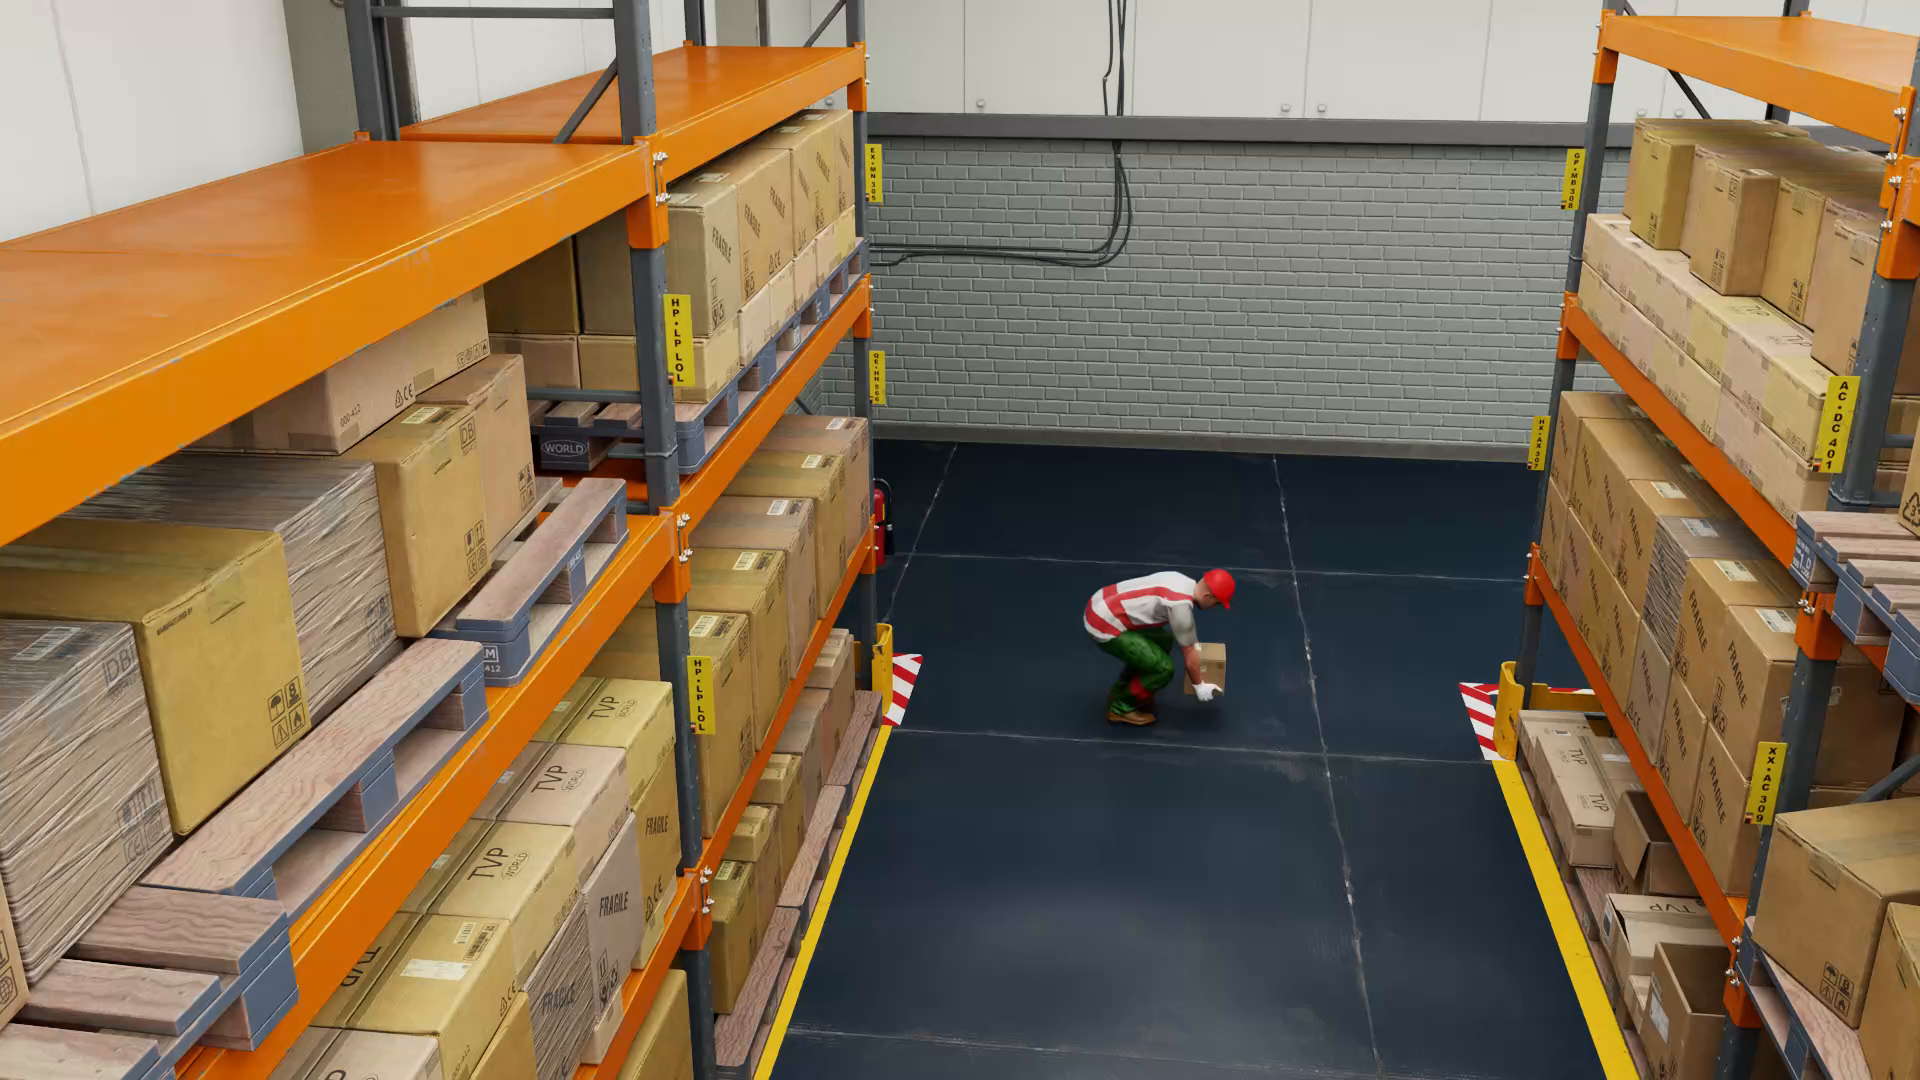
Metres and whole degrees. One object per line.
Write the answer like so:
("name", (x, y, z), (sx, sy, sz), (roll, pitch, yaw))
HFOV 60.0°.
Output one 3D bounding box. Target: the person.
("person", (1.242, 0.649, 10.475), (0.933, 0.989, 0.533), (2, 21, 5))
